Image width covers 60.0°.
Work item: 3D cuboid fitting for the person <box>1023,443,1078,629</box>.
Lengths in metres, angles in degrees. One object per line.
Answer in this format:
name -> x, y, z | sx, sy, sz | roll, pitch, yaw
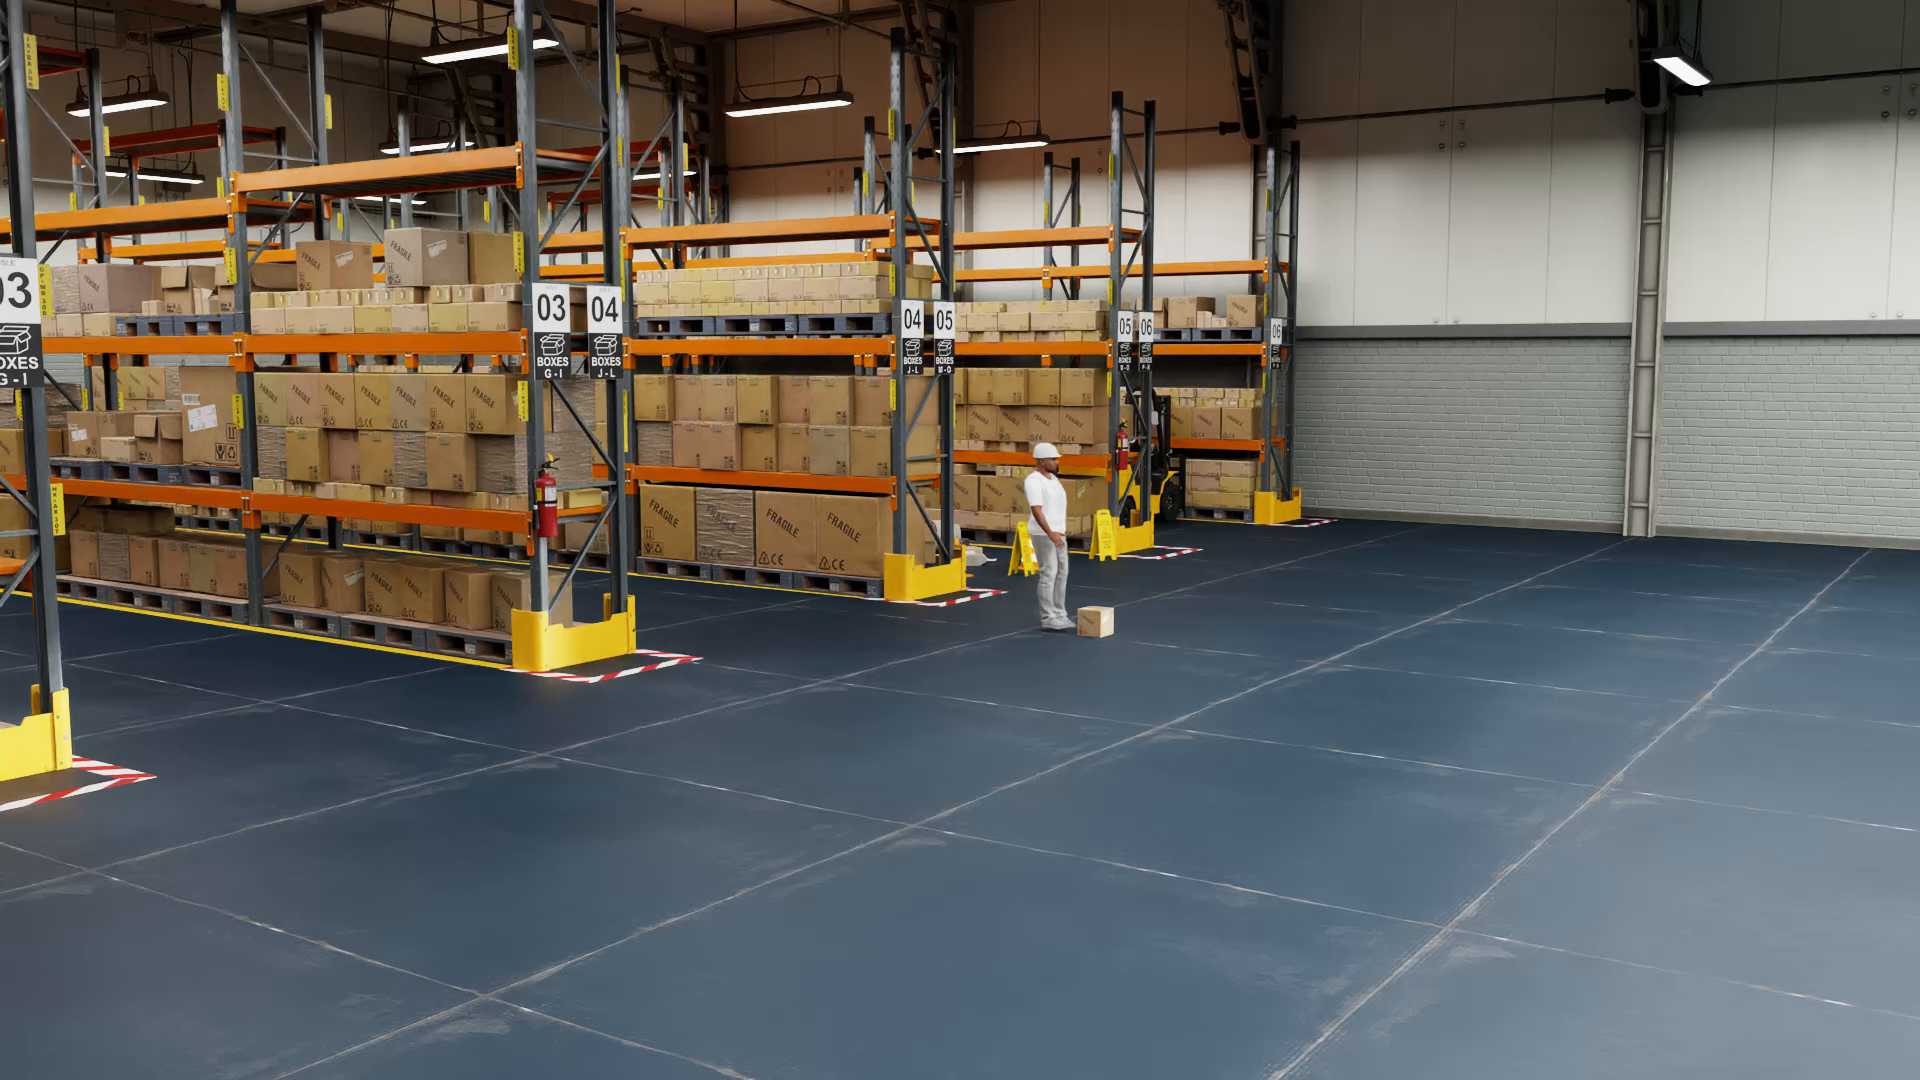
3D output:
person -> 0.883, -0.023, 15.871 | 0.495, 1.803, 0.590 | 3, 7, 29
